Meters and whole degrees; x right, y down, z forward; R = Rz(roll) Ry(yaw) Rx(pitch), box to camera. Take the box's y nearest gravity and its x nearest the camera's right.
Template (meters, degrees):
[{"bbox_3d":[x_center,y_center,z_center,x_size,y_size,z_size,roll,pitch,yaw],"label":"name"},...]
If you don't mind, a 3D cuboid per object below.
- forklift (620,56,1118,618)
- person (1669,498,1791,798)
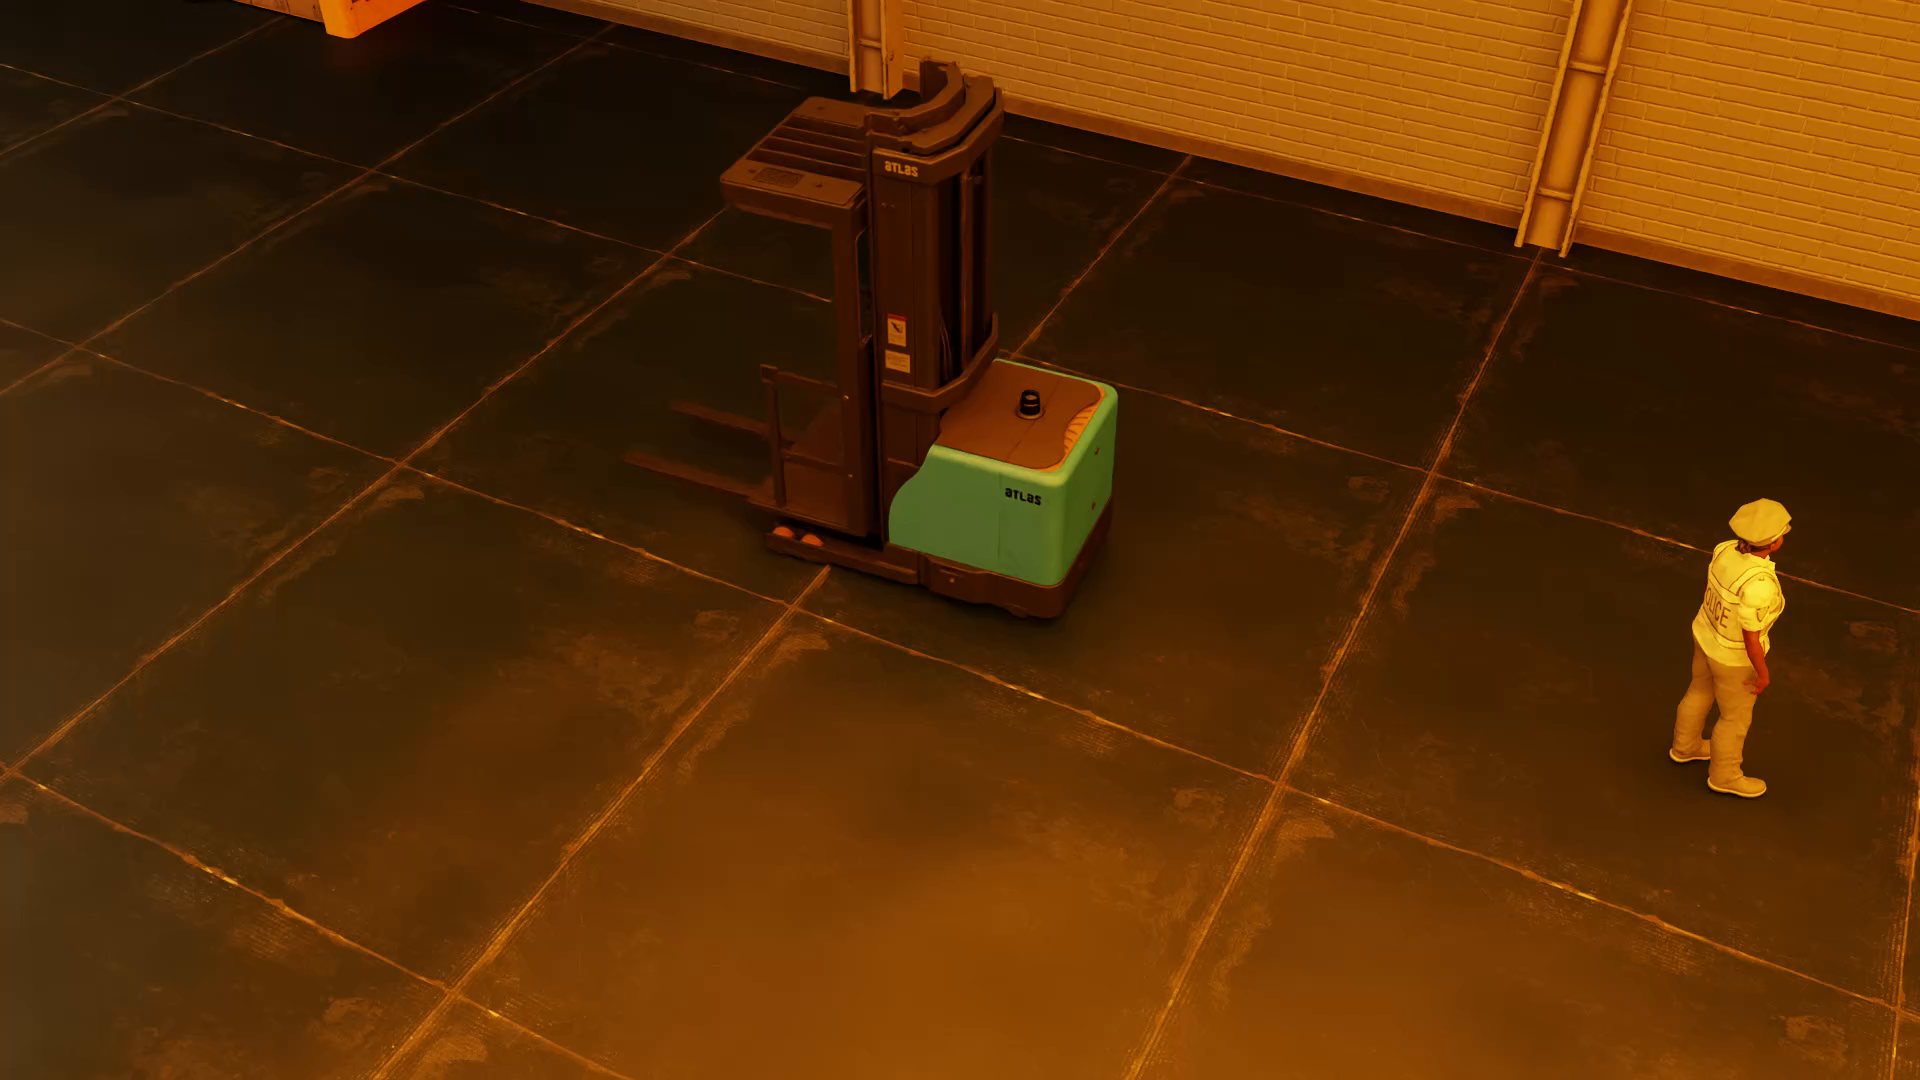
[{"bbox_3d":[-0.633,-1.283,9.510,3.031,2.935,1.130,15,42,17],"label":"forklift"},{"bbox_3d":[3.922,0.526,8.310,0.528,1.697,0.569,-4,40,-4],"label":"person"}]
